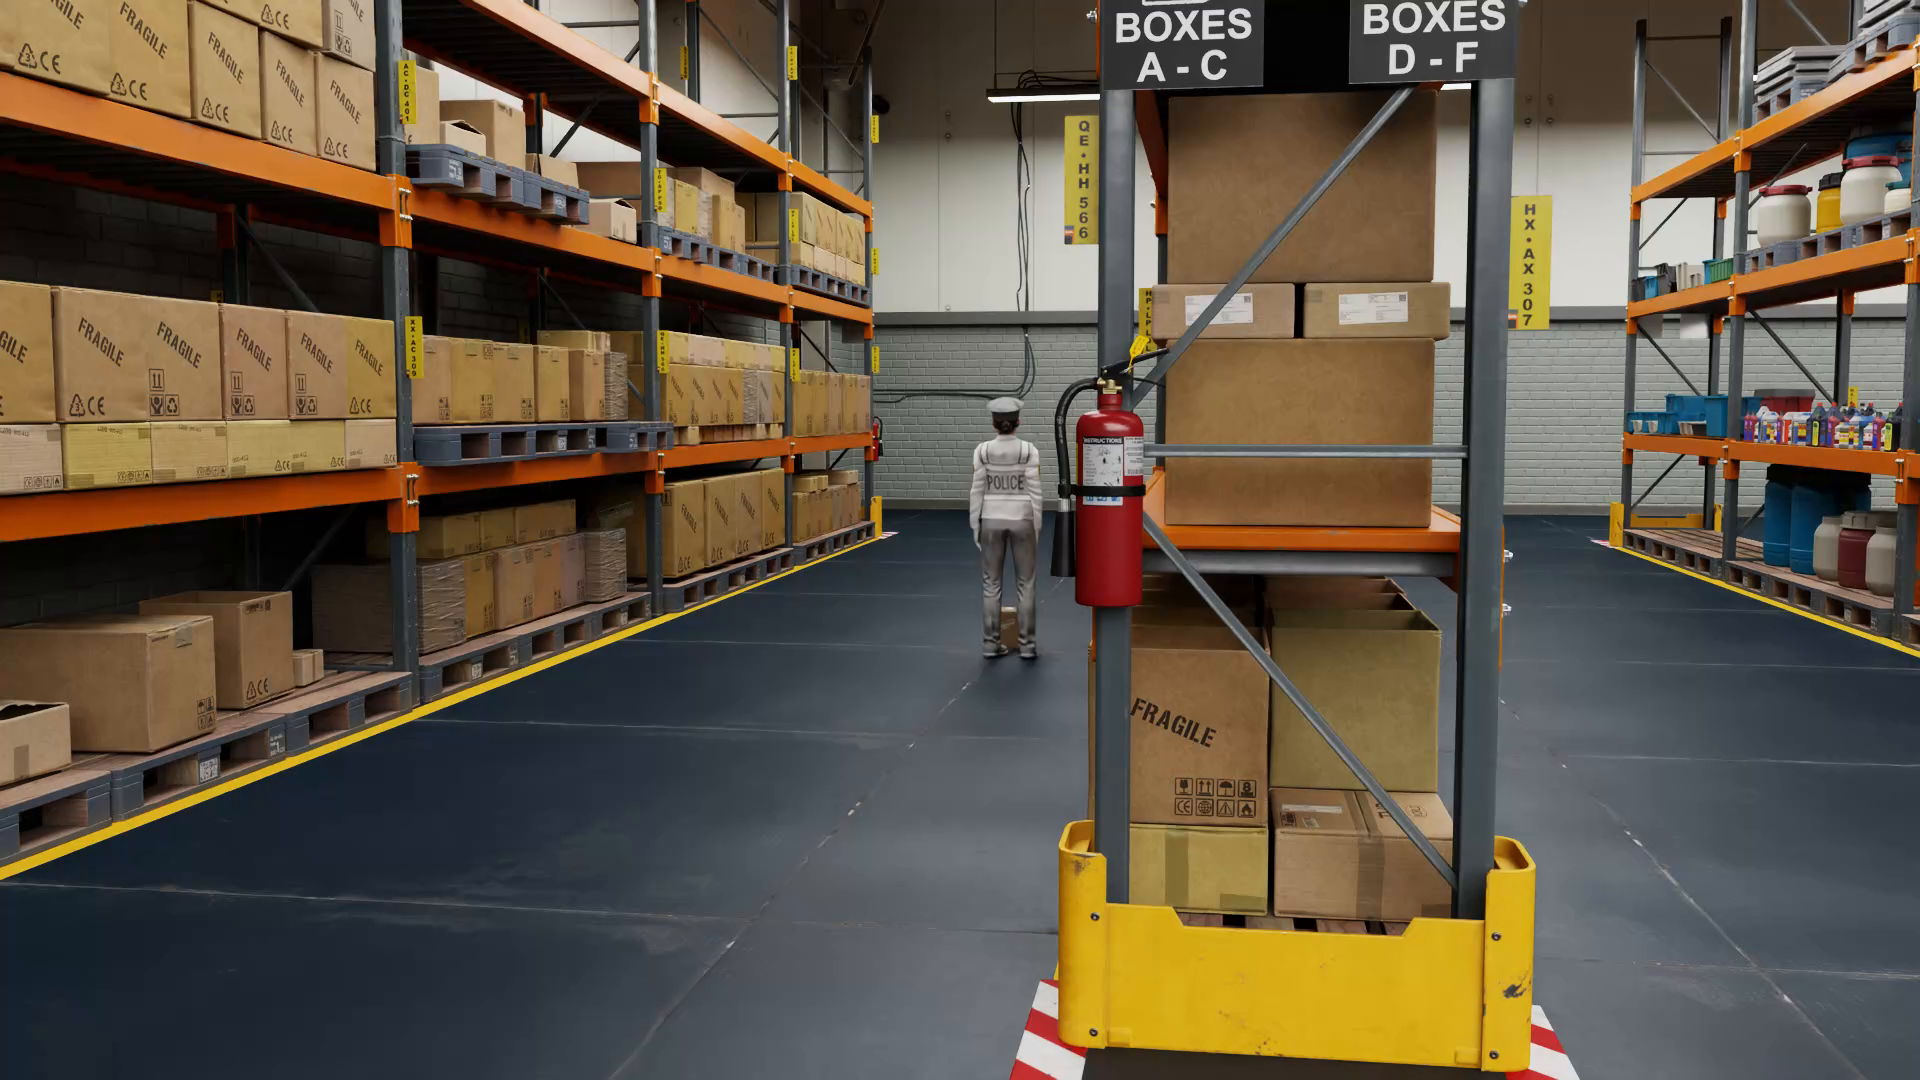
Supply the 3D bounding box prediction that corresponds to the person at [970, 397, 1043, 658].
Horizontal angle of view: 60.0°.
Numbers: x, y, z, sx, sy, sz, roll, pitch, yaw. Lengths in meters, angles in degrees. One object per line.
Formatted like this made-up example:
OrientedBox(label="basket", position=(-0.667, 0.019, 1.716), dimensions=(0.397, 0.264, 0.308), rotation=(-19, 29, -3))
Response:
OrientedBox(label="person", position=(0.299, -0.076, 10.747), dimensions=(0.474, 1.694, 0.345), rotation=(1, 5, 8))
